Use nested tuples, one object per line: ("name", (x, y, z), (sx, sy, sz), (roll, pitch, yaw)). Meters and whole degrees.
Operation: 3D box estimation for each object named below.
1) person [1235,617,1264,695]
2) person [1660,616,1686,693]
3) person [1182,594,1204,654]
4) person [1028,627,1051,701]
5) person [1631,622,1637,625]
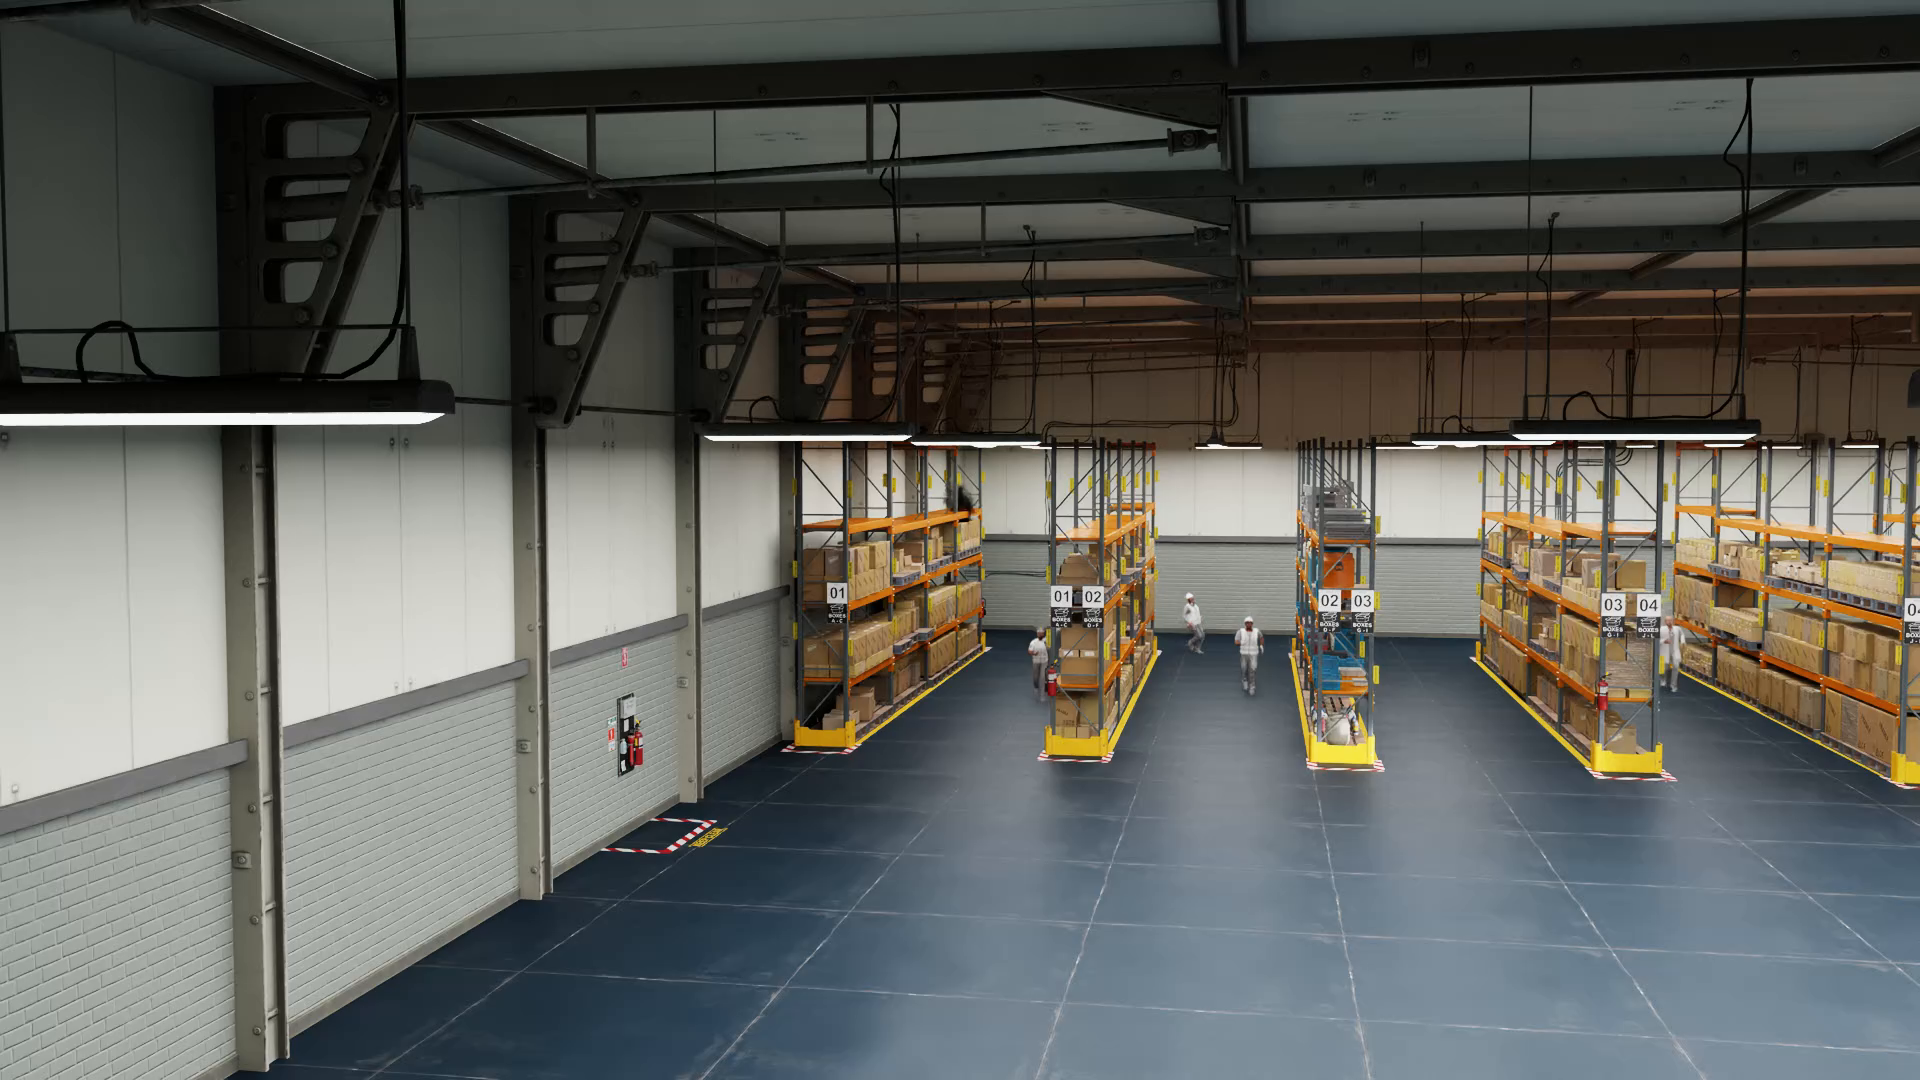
("person", (6.841, 2.709, 39.349), (0.682, 1.780, 0.991), (0, 3, 9))
("person", (17.096, 2.734, 40.039), (0.720, 1.820, 0.957), (1, 3, 14))
("person", (6.667, 2.379, 47.229), (0.514, 1.719, 0.714), (3, 4, 42))
("person", (1.867, 2.838, 38.410), (0.588, 1.676, 0.893), (0, 3, 3))
("person", (17.783, 2.517, 44.442), (0.746, 1.734, 0.710), (2, 4, 32))
